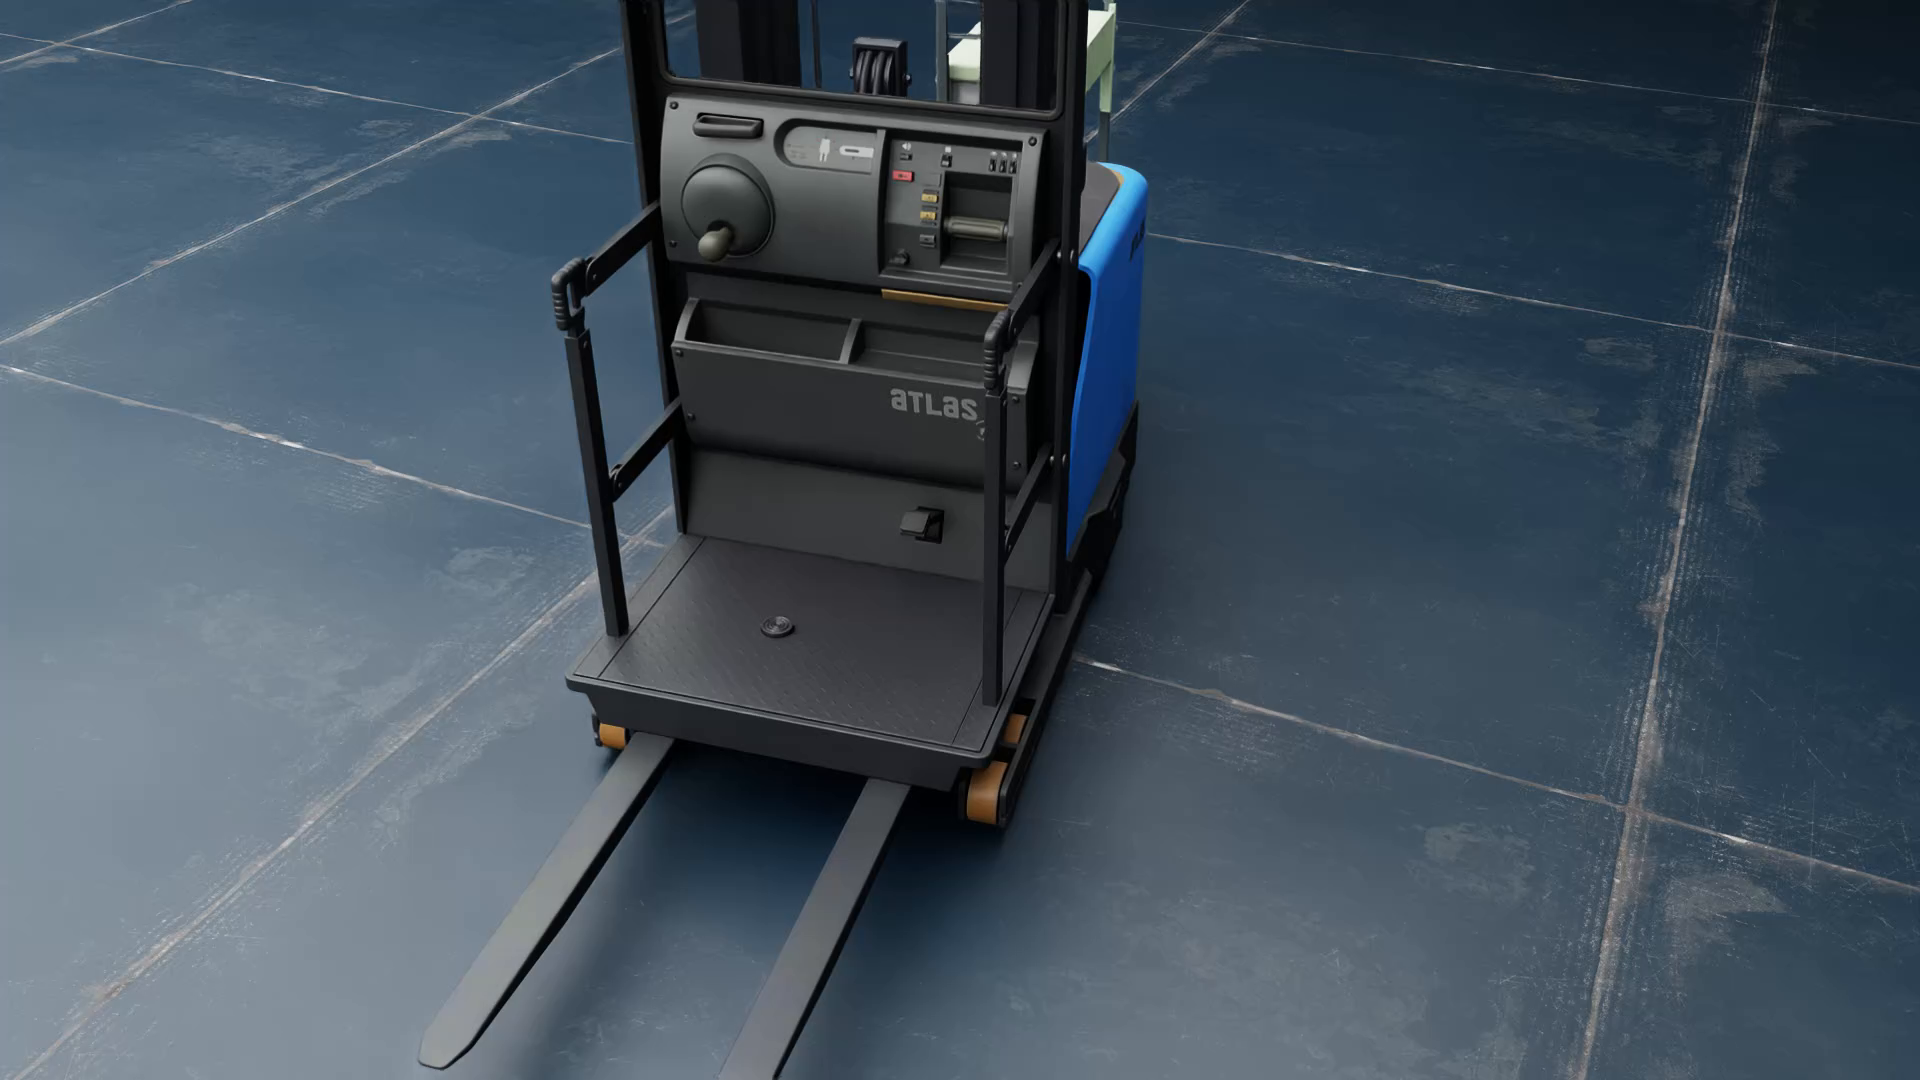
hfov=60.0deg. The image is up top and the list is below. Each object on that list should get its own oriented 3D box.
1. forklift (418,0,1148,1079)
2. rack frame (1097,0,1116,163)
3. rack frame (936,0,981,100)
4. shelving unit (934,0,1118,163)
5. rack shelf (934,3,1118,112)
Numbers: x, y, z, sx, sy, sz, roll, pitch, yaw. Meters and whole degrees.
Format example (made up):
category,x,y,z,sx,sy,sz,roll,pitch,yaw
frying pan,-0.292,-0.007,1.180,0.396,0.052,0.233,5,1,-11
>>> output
category,x,y,z,sx,sy,sz,roll,pitch,yaw
forklift,-0.324,-0.756,3.730,1.130,2.935,3.031,9,34,14
rack frame,0.329,-1.354,5.948,0.400,1.500,0.023,9,34,14
rack frame,0.124,-0.969,5.360,0.400,1.500,0.023,9,34,14
shelving unit,0.227,-1.162,5.654,0.431,1.500,0.755,9,34,14
rack shelf,0.227,-1.488,5.440,0.431,0.370,0.720,9,34,14
